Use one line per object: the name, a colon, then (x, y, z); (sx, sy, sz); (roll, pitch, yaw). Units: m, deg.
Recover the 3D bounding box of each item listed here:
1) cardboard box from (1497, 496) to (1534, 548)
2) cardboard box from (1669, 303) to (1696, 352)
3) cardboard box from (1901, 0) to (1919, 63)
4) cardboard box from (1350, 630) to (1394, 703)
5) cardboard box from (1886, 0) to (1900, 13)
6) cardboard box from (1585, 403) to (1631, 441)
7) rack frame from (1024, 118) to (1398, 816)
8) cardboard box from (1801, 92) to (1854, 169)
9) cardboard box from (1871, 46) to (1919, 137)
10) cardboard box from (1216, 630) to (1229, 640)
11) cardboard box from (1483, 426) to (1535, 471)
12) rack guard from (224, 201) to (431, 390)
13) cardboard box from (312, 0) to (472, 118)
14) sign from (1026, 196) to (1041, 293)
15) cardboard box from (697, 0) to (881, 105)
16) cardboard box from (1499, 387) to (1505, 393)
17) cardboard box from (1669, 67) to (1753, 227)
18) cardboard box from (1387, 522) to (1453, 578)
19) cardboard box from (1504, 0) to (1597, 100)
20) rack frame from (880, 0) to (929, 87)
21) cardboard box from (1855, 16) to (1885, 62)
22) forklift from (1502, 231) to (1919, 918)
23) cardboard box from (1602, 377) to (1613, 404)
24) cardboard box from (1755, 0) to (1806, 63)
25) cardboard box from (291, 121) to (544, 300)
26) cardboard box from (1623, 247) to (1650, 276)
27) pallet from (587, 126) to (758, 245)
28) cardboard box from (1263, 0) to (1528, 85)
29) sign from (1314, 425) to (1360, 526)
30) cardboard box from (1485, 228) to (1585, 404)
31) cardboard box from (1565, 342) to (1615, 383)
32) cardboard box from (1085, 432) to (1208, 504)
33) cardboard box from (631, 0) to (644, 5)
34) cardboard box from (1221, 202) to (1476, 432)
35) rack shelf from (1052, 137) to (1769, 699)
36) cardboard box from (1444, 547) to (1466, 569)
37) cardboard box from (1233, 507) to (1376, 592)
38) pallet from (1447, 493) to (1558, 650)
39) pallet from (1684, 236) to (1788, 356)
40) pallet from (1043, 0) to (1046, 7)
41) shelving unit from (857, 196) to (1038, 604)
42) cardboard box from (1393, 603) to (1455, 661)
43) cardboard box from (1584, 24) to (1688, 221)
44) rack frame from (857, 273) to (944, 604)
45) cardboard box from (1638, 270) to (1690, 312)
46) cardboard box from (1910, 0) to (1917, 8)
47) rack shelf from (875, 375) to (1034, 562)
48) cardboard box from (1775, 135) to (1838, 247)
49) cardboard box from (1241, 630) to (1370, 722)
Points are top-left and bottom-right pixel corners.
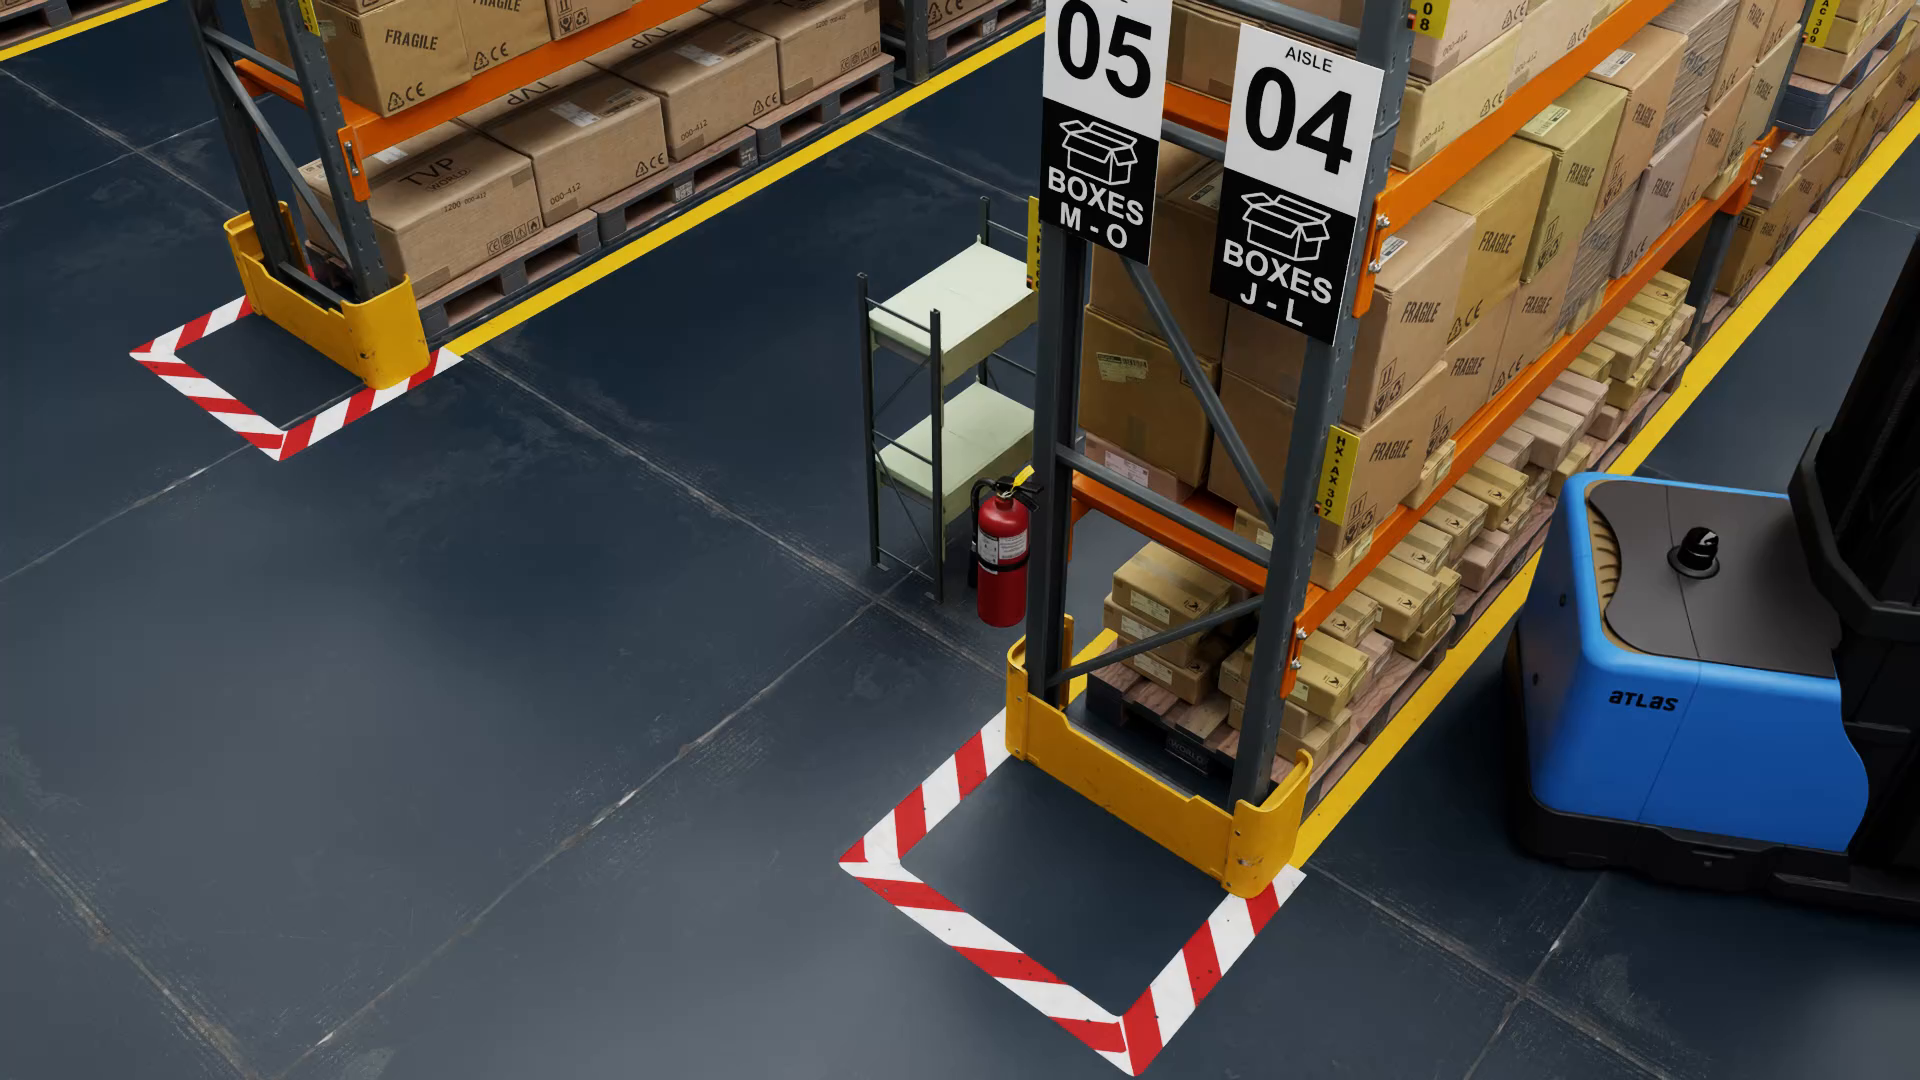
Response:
cardboard box: (2.227, -0.132, 7.155); (0.380, 0.149, 0.250); (30, 50, 28)
cardboard box: (3.274, -1.068, 7.963); (0.380, 0.149, 0.250); (31, 50, 29)
cardboard box: (5.252, -2.995, 9.485); (0.500, 0.250, 0.500); (30, 50, 29)
cardboard box: (1.412, 0.416, 6.331); (0.380, 0.149, 0.250); (29, 50, 28)
cardboard box: (4.170, -2.601, 7.717); (0.380, 0.149, 0.250); (31, 51, 29)
cardboard box: (2.890, -0.647, 7.721); (0.380, 0.149, 0.250); (28, 49, 27)
rack frame: (0.659, -0.098, 5.310); (1.000, 3.000, 0.127); (29, 50, 28)
cardboard box: (4.252, -2.207, 8.618); (0.500, 0.250, 0.500); (31, 51, 29)
cardboard box: (5.247, -2.730, 9.751); (0.500, 0.500, 0.500); (32, 51, 30)
cardboard box: (0.926, 0.264, 6.719); (0.380, 0.149, 0.250); (31, 51, 30)
cardboard box: (2.177, -0.398, 7.005); (0.380, 0.149, 0.250); (30, 50, 29)
rack guard: (-3.210, -1.252, 8.437); (1.175, 0.500, 0.348); (29, 50, 28)
cardboard box: (-2.666, -2.349, 7.711); (0.500, 0.500, 0.500); (29, 50, 28)
sign: (0.247, -0.894, 5.090); (0.100, 0.325, 0.005); (29, 50, 28)
cardboard box: (-1.107, -3.179, 10.291); (0.875, 0.438, 0.875); (29, 50, 28)
cardboard box: (1.900, -0.731, 6.193); (0.380, 0.149, 0.250); (29, 49, 28)
cardboard box: (2.803, -1.666, 6.740); (0.500, 0.500, 0.500); (28, 49, 27)
cardboard box: (1.698, 0.027, 6.538); (0.380, 0.149, 0.250); (27, 49, 27)
cardboard box: (1.486, -1.542, 4.780); (0.500, 0.250, 0.500); (31, 51, 30)
rack frame: (-0.620, -4.249, 9.875); (1.000, 3.000, 0.127); (29, 50, 28)
cardboard box: (4.013, -2.369, 7.682); (0.380, 0.149, 0.250); (30, 50, 29)
forklift: (3.611, -0.049, 5.307); (3.031, 2.935, 1.130); (7, 43, 8)
cardboard box: (2.714, -0.691, 7.549); (0.380, 0.149, 0.250); (30, 50, 29)
cardboard box: (3.138, -2.315, 6.710); (0.500, 0.500, 0.500); (28, 49, 27)
cardboard box: (-2.846, -1.779, 8.752); (0.875, 0.438, 0.875); (28, 49, 27)
cardboard box: (2.592, -1.250, 6.764); (0.380, 0.149, 0.250); (27, 49, 27)
pallet: (-1.955, -2.228, 9.726); (1.003, 0.211, 1.213); (29, 50, 28)
cardboard box: (1.147, -1.456, 4.314); (0.500, 0.250, 0.500); (30, 50, 29)
sign: (1.075, -0.183, 4.761); (0.100, 0.325, 0.005); (29, 50, 28)
cardboard box: (1.809, -0.890, 5.886); (0.500, 0.500, 0.500); (30, 50, 29)
cardboard box: (2.688, -0.802, 7.450); (0.380, 0.149, 0.250); (31, 51, 30)
cardboard box: (0.653, -0.295, 5.714); (0.380, 0.149, 0.250); (30, 50, 28)
cardboard box: (-1.711, -3.141, 8.582); (0.500, 0.500, 0.500); (31, 51, 30)
cardboard box: (1.151, -0.731, 4.968); (0.500, 0.500, 0.500); (29, 50, 28)
rack shelf: (1.946, -0.861, 6.685); (1.077, 0.370, 4.000); (29, 50, 28)
cardboard box: (1.848, -0.011, 6.800); (0.380, 0.149, 0.250); (27, 49, 27)
cardboard box: (1.118, -0.030, 5.422); (0.380, 0.149, 0.250); (29, 50, 28)
pallet: (2.043, -0.134, 7.422); (1.003, 0.211, 1.213); (29, 50, 28)
pallet: (3.733, -1.527, 8.955); (1.003, 0.211, 1.213); (29, 50, 28)
pallet: (0.603, -4.278, 11.980); (1.003, 0.211, 1.213); (29, 50, 28)
shelving unit: (0.004, -0.558, 6.932); (0.431, 1.500, 0.755); (29, 50, 28)
cardboard box: (1.750, 0.285, 6.696); (0.380, 0.149, 0.250); (30, 50, 29)
cardboard box: (2.148, -1.516, 5.831); (0.500, 0.500, 0.500); (28, 49, 27)
rack frame: (-0.231, -0.370, 6.724); (0.400, 1.500, 0.023); (29, 50, 28)
cardboard box: (3.204, -1.182, 7.868); (0.380, 0.149, 0.250); (31, 51, 29)
cardboard box: (4.503, -2.756, 8.108); (0.380, 0.149, 0.250); (27, 49, 27)
rack shelf: (0.004, -0.317, 7.151); (0.431, 0.370, 0.720); (29, 50, 28)
cardboard box: (4.251, -1.927, 8.868); (0.500, 0.500, 0.500); (32, 51, 30)
cardboard box: (1.256, 0.459, 6.063); (0.380, 0.149, 0.250); (27, 49, 27)
